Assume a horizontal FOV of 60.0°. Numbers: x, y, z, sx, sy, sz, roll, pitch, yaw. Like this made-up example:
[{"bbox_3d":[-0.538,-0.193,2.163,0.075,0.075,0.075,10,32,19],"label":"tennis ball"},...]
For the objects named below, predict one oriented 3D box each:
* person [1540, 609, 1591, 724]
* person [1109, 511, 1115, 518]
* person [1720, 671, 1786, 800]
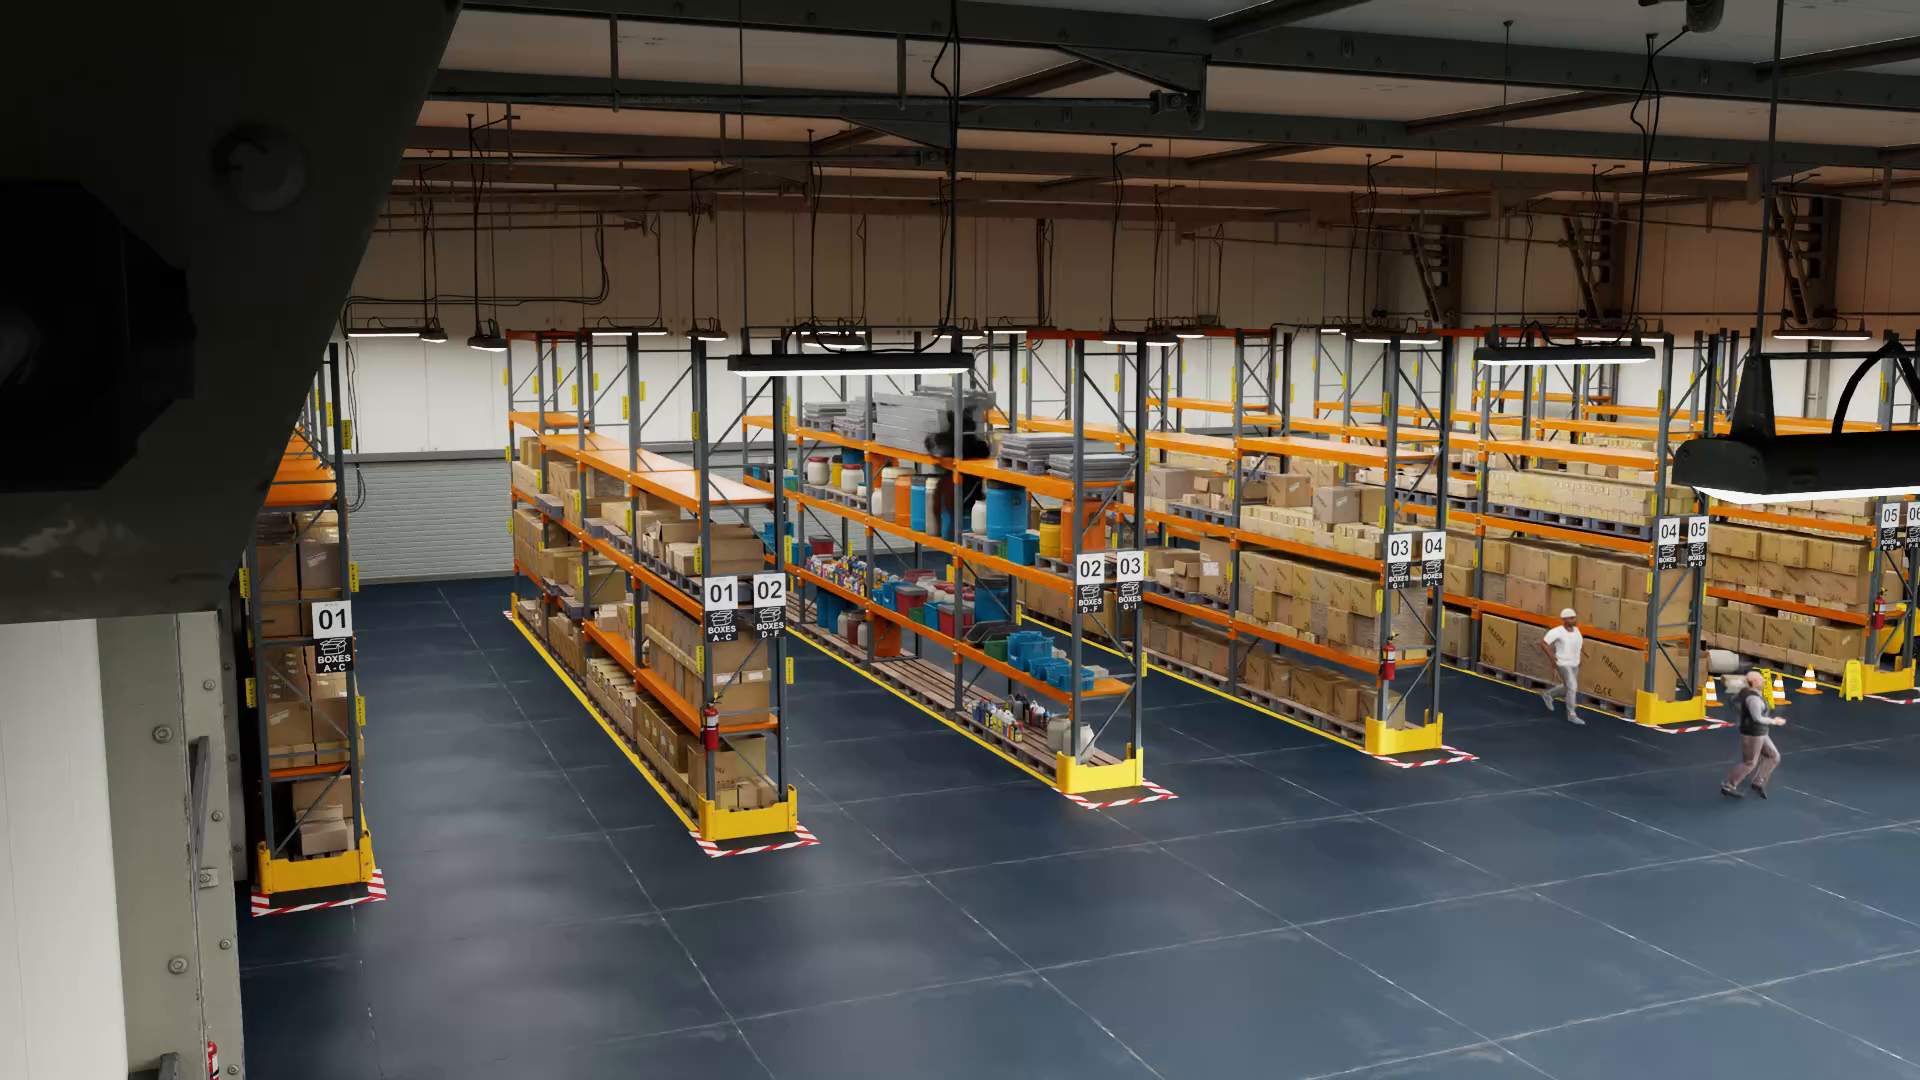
[{"bbox_3d":[9.437,1.931,25.947,0.726,1.751,0.904,-4,9,-30],"label":"person"},{"bbox_3d":[3.768,-0.017,41.283,0.753,1.479,0.638,-5,9,-30],"label":"person"},{"bbox_3d":[10.358,2.563,21.704,0.726,1.737,0.662,3,8,21],"label":"person"}]
